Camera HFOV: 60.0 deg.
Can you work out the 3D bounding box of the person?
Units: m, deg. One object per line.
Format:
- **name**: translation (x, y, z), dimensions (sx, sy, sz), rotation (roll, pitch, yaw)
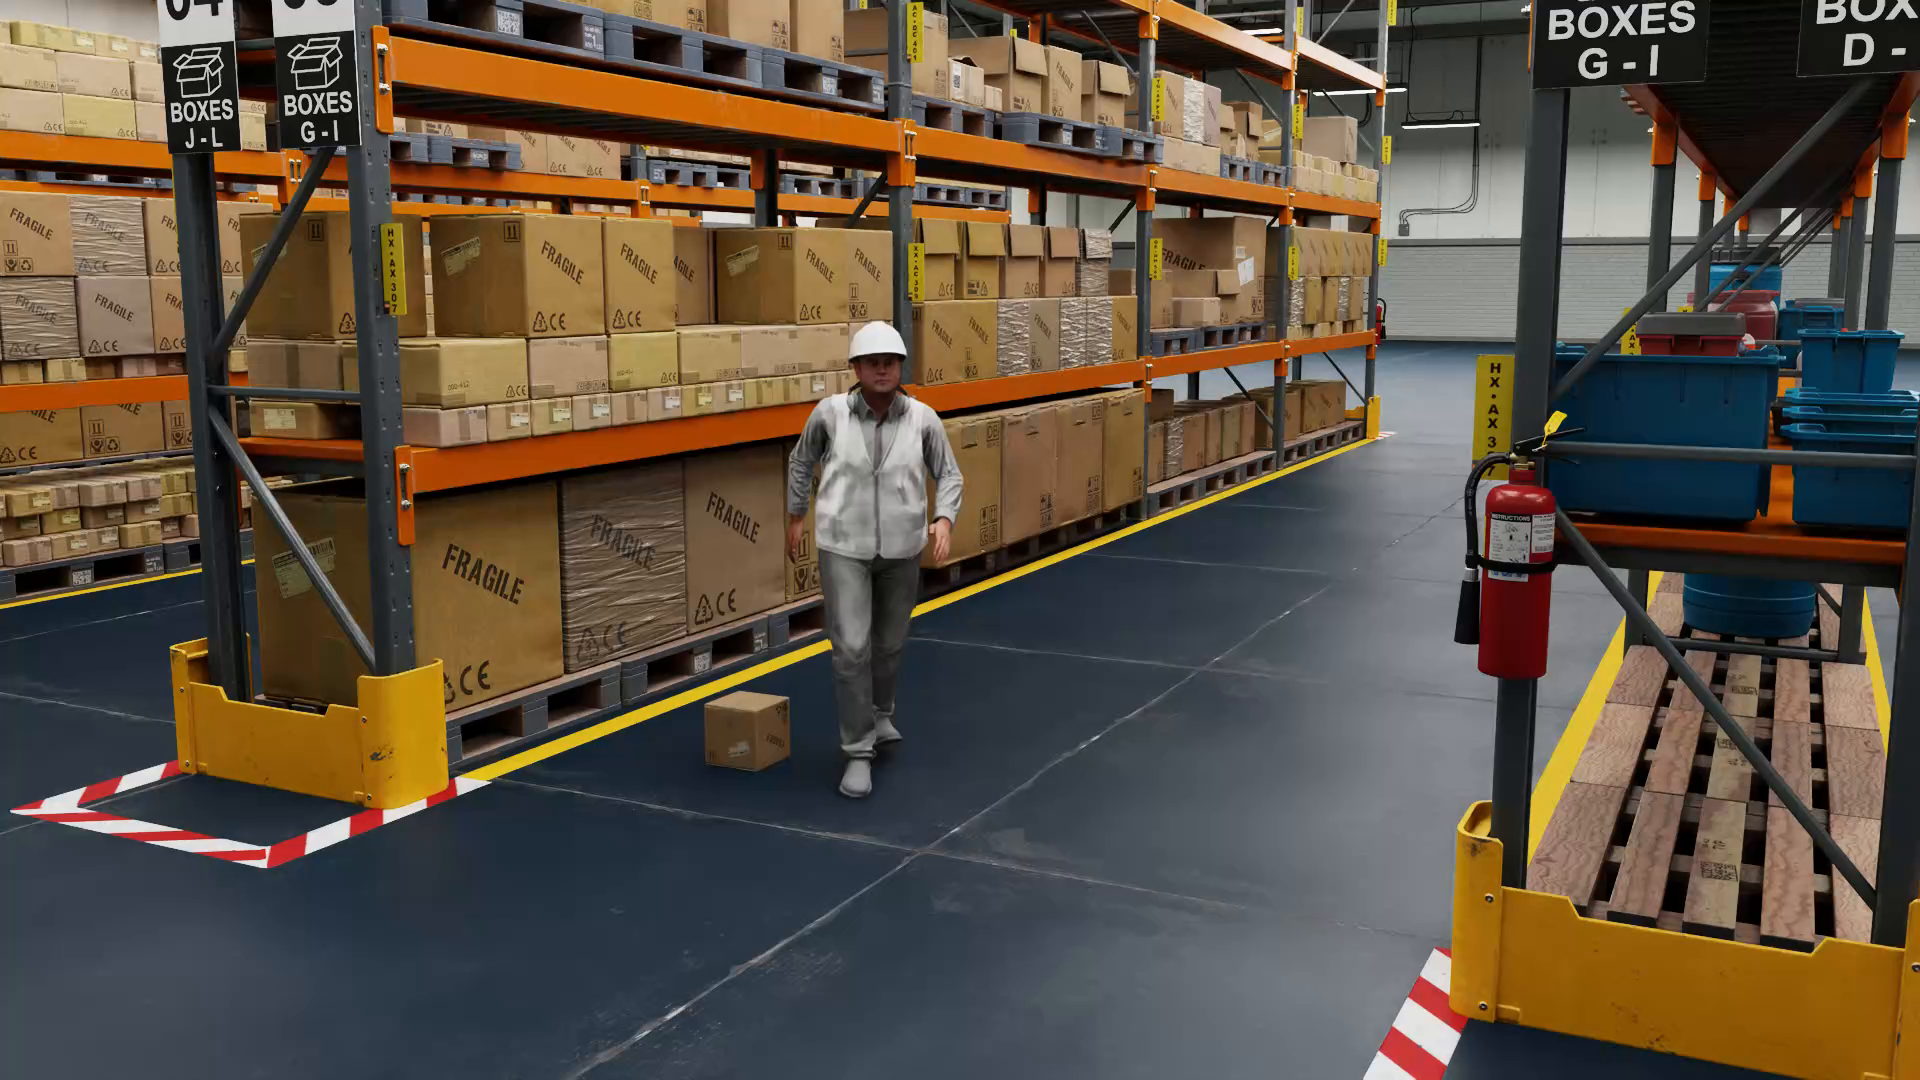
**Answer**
- **person**: translation (-0.330, 0.036, 6.504), dimensions (0.661, 1.773, 0.811), rotation (-2, 9, -14)
